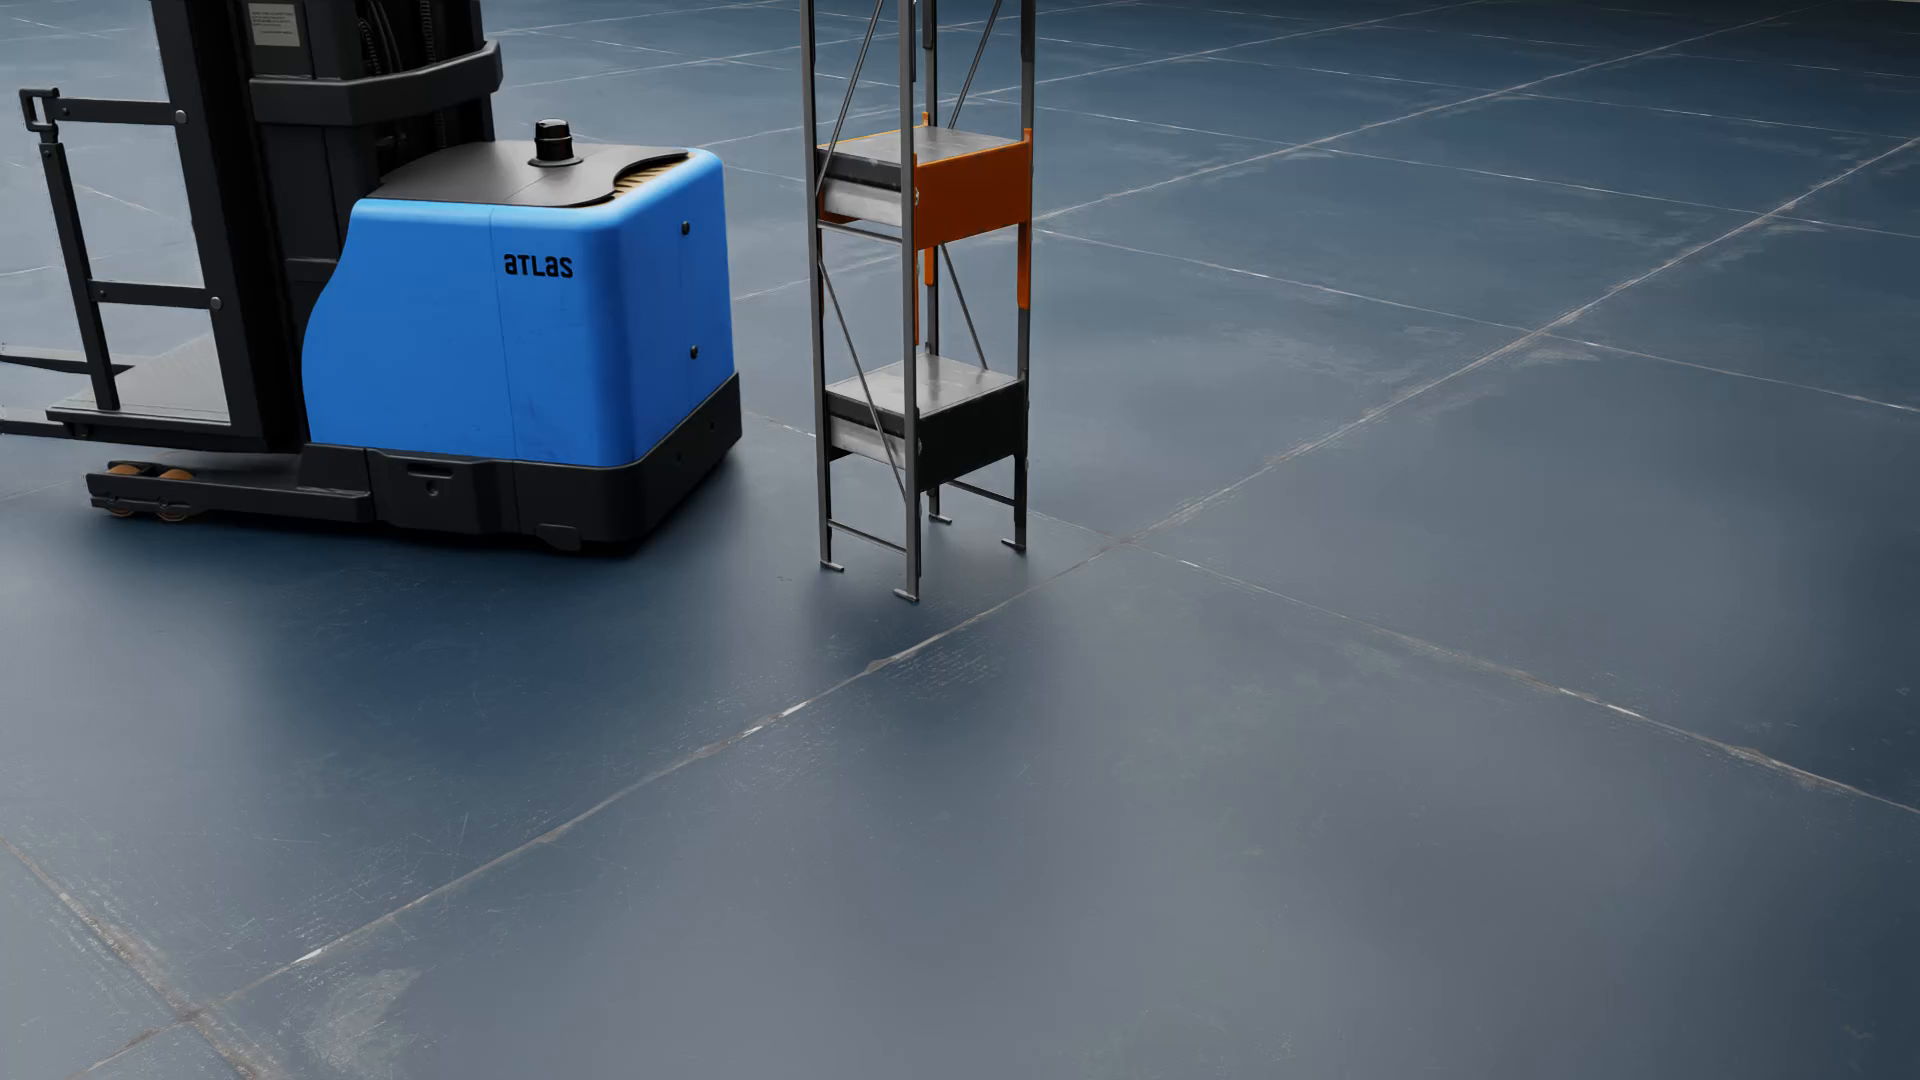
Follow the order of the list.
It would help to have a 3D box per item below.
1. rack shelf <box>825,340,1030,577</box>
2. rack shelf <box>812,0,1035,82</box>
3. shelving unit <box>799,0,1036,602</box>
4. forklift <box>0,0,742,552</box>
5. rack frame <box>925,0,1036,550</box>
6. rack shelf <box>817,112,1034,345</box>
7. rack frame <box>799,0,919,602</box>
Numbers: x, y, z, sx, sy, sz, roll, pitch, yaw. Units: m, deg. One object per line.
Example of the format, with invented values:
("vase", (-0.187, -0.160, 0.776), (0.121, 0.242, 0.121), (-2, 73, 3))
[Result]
("rack shelf", (-0.110, -0.256, 5.000), (0.431, 0.518, 0.480), (20, 31, 38))
("rack shelf", (-0.110, -1.534, 4.427), (0.431, 0.518, 0.480), (20, 31, 38))
("shelving unit", (-0.110, -0.908, 4.708), (0.431, 2.100, 0.503), (20, 31, 38))
("forklift", (-2.345, -1.600, 5.236), (3.031, 2.935, 1.130), (5, 25, 11))
("rack frame", (0.052, -0.982, 4.874), (0.400, 2.100, 0.015), (20, 31, 38))
("rack shelf", (-0.110, -0.895, 4.714), (0.431, 0.518, 0.480), (20, 31, 38))
("rack frame", (-0.273, -0.833, 4.542), (0.400, 2.100, 0.015), (20, 31, 38))
